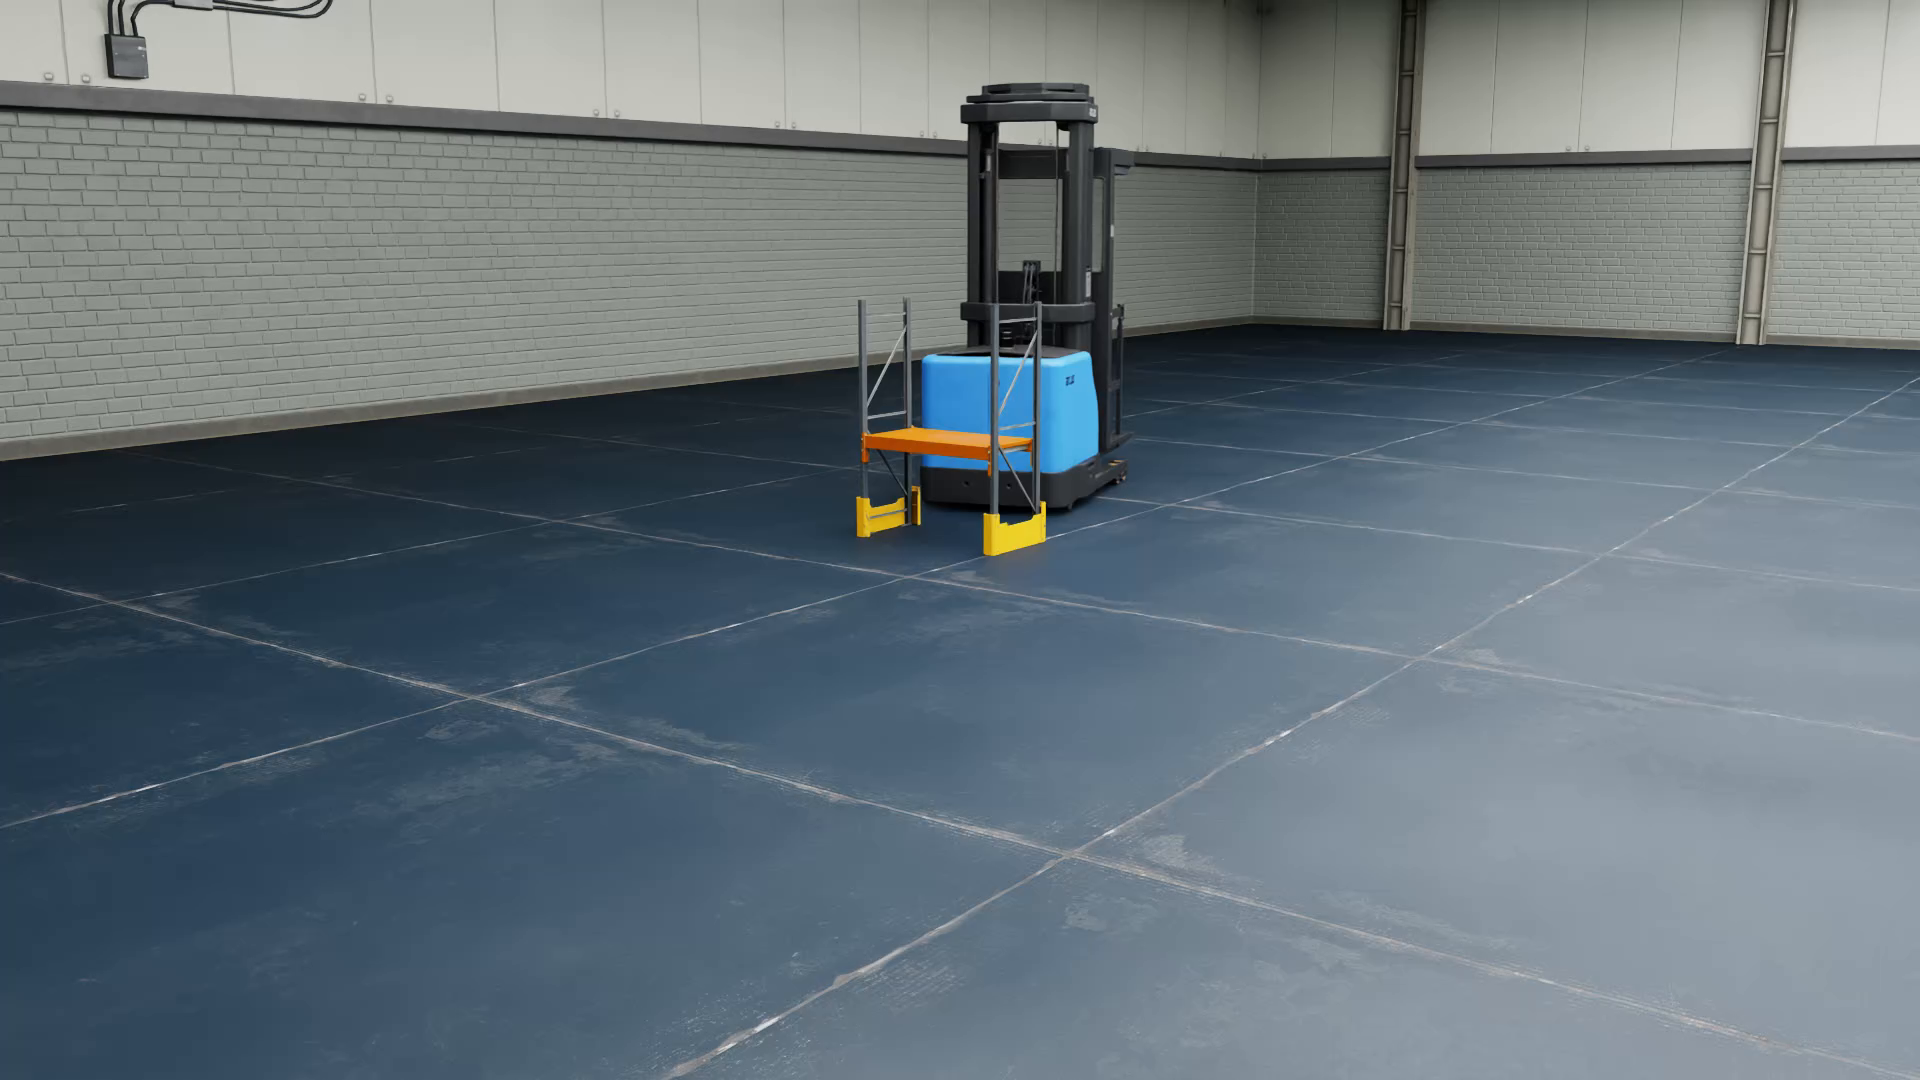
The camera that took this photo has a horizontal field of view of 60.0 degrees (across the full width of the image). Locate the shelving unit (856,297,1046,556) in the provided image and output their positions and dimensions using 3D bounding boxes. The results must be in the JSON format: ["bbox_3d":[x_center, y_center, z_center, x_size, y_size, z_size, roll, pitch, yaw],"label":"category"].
[{"bbox_3d":[-0.061,-0.745,10.432,1.083,1.500,0.587,8,13,36],"label":"shelving unit"}]

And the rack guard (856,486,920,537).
[{"bbox_3d":[-0.463,-0.187,10.840,0.087,0.250,0.587,8,13,36],"label":"rack guard"}]

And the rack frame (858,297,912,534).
[{"bbox_3d":[-0.478,-0.803,10.732,0.032,1.500,0.500,8,13,36],"label":"rack frame"}]

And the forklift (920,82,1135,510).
[{"bbox_3d":[0.671,-1.883,12.545,1.130,2.935,3.031,4,12,18],"label":"forklift"}]

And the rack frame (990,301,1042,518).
[{"bbox_3d":[0.341,-0.689,10.141,0.032,1.500,0.500,8,13,36],"label":"rack frame"}]

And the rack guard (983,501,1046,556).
[{"bbox_3d":[0.340,-0.075,10.261,0.087,0.250,0.587,8,13,36],"label":"rack guard"}]

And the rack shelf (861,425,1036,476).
[{"bbox_3d":[-0.069,-0.569,10.471,1.000,0.185,0.538,8,13,36],"label":"rack shelf"}]

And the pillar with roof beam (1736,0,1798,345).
[{"bbox_3d":[10.289,-6.943,22.729,0.400,9.000,9.100,8,13,36],"label":"pillar with roof beam"}]

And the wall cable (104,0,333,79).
[{"bbox_3d":[-6.604,-7.110,14.634,0.169,6.003,2.305,8,13,36],"label":"wall cable"}]

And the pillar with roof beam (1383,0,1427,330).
[{"bbox_3d":[5.453,-7.618,26.216,0.400,9.000,9.100,8,13,36],"label":"pillar with roof beam"}]
